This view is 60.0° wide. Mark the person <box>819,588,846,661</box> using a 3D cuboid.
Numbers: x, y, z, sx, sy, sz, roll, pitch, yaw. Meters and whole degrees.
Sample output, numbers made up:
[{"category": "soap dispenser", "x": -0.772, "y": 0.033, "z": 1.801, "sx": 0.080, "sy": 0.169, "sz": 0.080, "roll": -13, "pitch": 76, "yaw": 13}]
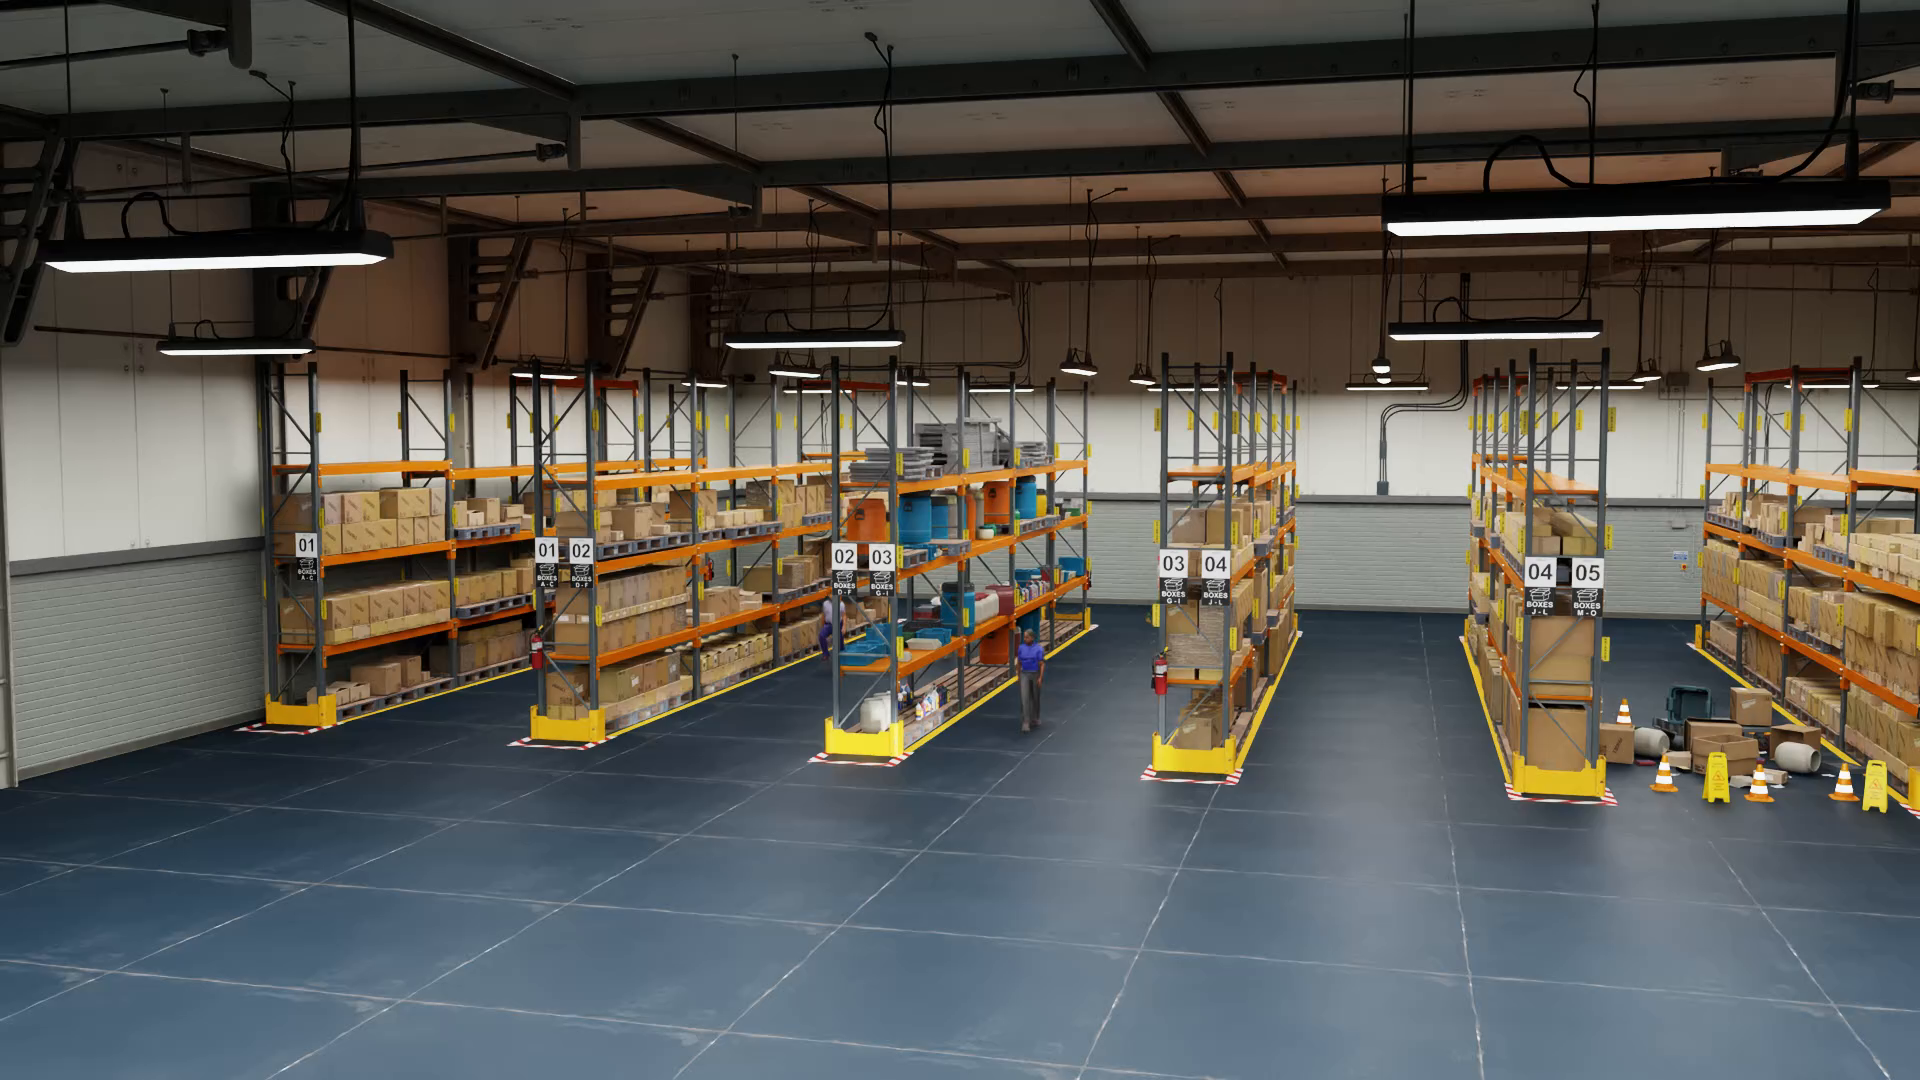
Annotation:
[{"category": "person", "x": -2.537, "y": 1.688, "z": 33.232, "sx": 0.551, "sy": 1.433, "sz": 1.069, "roll": 0, "pitch": 4, "yaw": 6}]

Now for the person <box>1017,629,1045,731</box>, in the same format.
[{"category": "person", "x": 1.153, "y": 2.261, "z": 27.155, "sx": 0.474, "sy": 1.618, "sz": 0.919, "roll": 1, "pitch": 4, "yaw": 9}]

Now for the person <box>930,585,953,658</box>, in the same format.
[{"category": "person", "x": -0.336, "y": 1.723, "z": 35.211, "sx": 0.620, "sy": 1.602, "sz": 0.687, "roll": 2, "pitch": 4, "yaw": 26}]
